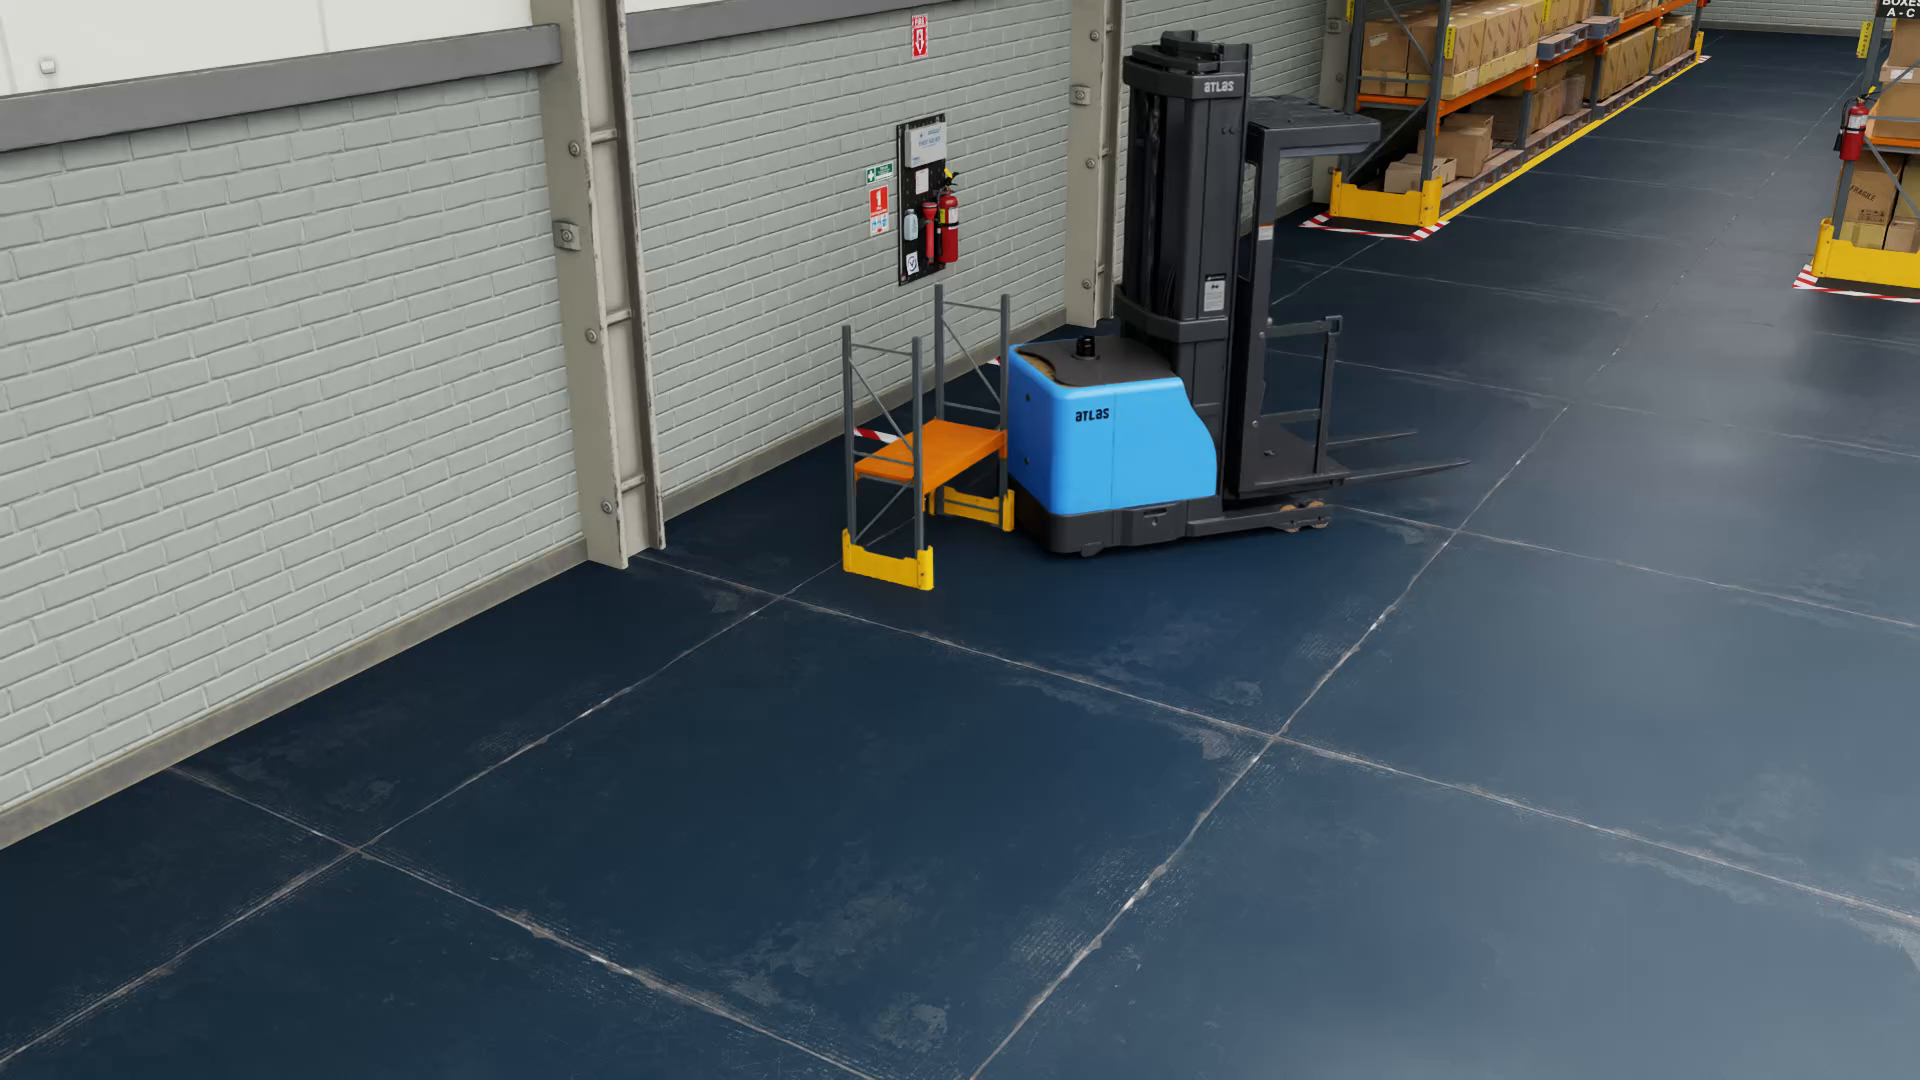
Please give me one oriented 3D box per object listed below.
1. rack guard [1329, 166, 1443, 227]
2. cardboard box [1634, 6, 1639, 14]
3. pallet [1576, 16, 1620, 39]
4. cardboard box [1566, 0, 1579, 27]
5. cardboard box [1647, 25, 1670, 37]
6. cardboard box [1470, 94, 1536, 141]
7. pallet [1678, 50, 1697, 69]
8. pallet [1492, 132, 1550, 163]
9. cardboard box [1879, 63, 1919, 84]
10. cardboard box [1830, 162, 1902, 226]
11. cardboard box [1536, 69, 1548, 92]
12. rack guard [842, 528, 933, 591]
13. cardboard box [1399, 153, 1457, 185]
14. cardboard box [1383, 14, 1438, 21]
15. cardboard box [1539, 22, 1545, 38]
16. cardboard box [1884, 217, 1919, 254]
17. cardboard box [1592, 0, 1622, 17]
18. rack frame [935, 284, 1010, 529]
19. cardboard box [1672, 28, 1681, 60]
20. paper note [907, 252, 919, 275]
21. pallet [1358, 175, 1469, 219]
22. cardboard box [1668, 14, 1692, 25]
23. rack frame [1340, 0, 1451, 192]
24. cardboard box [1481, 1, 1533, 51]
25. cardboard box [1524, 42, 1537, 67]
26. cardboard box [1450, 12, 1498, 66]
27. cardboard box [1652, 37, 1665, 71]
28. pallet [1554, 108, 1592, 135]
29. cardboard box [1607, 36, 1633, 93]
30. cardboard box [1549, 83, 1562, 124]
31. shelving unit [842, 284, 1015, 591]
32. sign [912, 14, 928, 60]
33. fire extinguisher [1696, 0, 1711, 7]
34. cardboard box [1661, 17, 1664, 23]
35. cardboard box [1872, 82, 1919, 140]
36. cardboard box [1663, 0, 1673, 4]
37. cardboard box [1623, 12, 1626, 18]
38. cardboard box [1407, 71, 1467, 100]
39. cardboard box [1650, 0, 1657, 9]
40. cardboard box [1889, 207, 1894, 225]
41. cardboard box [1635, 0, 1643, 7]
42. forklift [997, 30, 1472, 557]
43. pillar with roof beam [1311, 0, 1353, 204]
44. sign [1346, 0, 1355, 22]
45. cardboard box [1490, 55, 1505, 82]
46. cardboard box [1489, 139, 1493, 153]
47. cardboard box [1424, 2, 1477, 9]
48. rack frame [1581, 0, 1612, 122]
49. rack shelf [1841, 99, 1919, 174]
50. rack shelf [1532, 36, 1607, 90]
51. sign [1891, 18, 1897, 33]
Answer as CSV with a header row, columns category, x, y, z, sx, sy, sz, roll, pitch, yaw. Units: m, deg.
category,x,y,z,sx,sy,sz,roll,pitch,yaw
rack guard,4.709,-3.813,18.427,1.175,0.500,0.348,14,27,29
cardboard box,10.354,-8.285,25.903,0.380,0.149,0.250,13,27,28
pallet,8.604,-7.283,23.540,1.213,0.211,1.003,14,27,29
cardboard box,8.012,-7.296,22.648,0.700,0.500,0.500,14,27,29
cardboard box,11.817,-8.636,28.224,0.380,0.149,0.250,15,28,31
cardboard box,7.153,-5.591,21.981,0.700,0.500,0.500,15,28,31
pallet,12.754,-8.768,30.239,1.003,0.211,1.213,14,27,29
pallet,7.189,-5.267,22.152,1.003,0.211,1.213,14,27,29
cardboard box,8.919,-4.410,15.718,0.380,0.149,0.250,13,27,28
cardboard box,8.910,-3.416,16.353,0.500,0.500,0.500,14,27,29
cardboard box,7.654,-6.261,22.585,0.500,0.250,0.500,13,27,27
rack guard,-0.423,0.110,9.681,0.587,0.250,0.087,13,26,27
cardboard box,5.411,-4.309,19.259,0.500,0.311,0.500,16,28,33
cardboard box,5.011,-5.590,18.607,0.500,0.500,0.500,14,27,30
cardboard box,7.077,-6.696,21.263,0.700,0.500,0.500,14,27,29
cardboard box,9.352,-2.962,16.250,0.500,0.250,0.500,14,27,29
cardboard box,9.363,-7.936,24.281,0.500,0.500,0.500,15,27,30
rack frame,0.071,-0.808,10.228,0.500,1.500,0.032,13,26,27
cardboard box,12.296,-8.784,29.382,0.700,0.500,0.500,13,27,27
paper note,-0.349,-2.051,12.320,0.016,0.148,0.142,14,27,29
pallet,5.168,-3.947,19.101,1.003,0.211,1.213,14,27,29
cardboard box,12.912,-9.339,29.848,0.380,0.149,0.250,14,27,28
rack frame,4.669,-4.934,17.872,1.000,3.000,0.127,14,27,29
cardboard box,6.534,-6.174,19.957,0.500,0.500,0.500,14,27,29
cardboard box,6.787,-6.001,20.500,0.500,0.250,0.500,14,27,29
cardboard box,5.724,-5.654,18.755,0.500,0.500,0.500,13,27,27
cardboard box,11.481,-8.261,28.174,0.700,0.500,0.500,14,27,30
pallet,8.476,-6.091,24.054,1.003,0.211,1.213,14,27,29
cardboard box,9.856,-7.355,25.642,0.750,0.750,0.750,14,27,29
cardboard box,7.945,-6.112,23.185,0.700,0.500,0.500,14,27,29
shelving unit,-0.176,-0.635,9.830,0.587,1.500,1.083,13,26,27
sign,-0.286,-3.582,11.832,0.001,0.298,0.199,14,27,29
fire extinguisher,13.581,-10.082,30.330,0.296,0.674,0.183,14,27,29
cardboard box,12.322,-9.249,29.640,0.380,0.149,0.250,14,27,29
cardboard box,9.137,-4.098,15.814,0.700,0.500,0.500,14,27,29
cardboard box,11.299,-9.301,27.583,0.980,0.700,0.700,14,27,30
cardboard box,9.915,-8.031,25.316,0.380,0.149,0.250,14,27,30
cardboard box,5.197,-4.972,18.124,0.500,0.250,0.500,13,27,27
cardboard box,10.948,-8.614,26.664,0.380,0.149,0.250,14,27,30
cardboard box,9.165,-3.242,16.896,0.500,0.250,0.500,14,27,29
cardboard box,10.178,-8.455,25.481,0.500,0.500,0.500,15,27,30
forklift,1.810,-1.582,10.214,3.031,2.935,1.130,-8,25,-17
pillar with roof beam,7.961,-7.202,15.560,9.100,9.000,0.400,14,27,29
sign,4.208,-5.733,17.863,0.100,0.325,0.005,14,27,29
cardboard box,6.001,-5.492,19.323,0.500,0.250,0.500,14,27,29
cardboard box,6.523,-4.999,21.034,0.380,0.166,0.250,10,25,22
cardboard box,5.810,-6.113,19.814,0.500,0.500,0.500,15,27,30
rack frame,8.889,-7.634,24.109,1.000,3.000,0.127,14,27,29
rack shelf,9.935,-4.242,17.179,1.077,0.370,4.000,14,27,29
rack shelf,7.834,-6.629,22.692,1.077,0.370,4.000,14,27,29
sign,10.524,-5.853,18.636,0.100,0.325,0.005,14,27,29
